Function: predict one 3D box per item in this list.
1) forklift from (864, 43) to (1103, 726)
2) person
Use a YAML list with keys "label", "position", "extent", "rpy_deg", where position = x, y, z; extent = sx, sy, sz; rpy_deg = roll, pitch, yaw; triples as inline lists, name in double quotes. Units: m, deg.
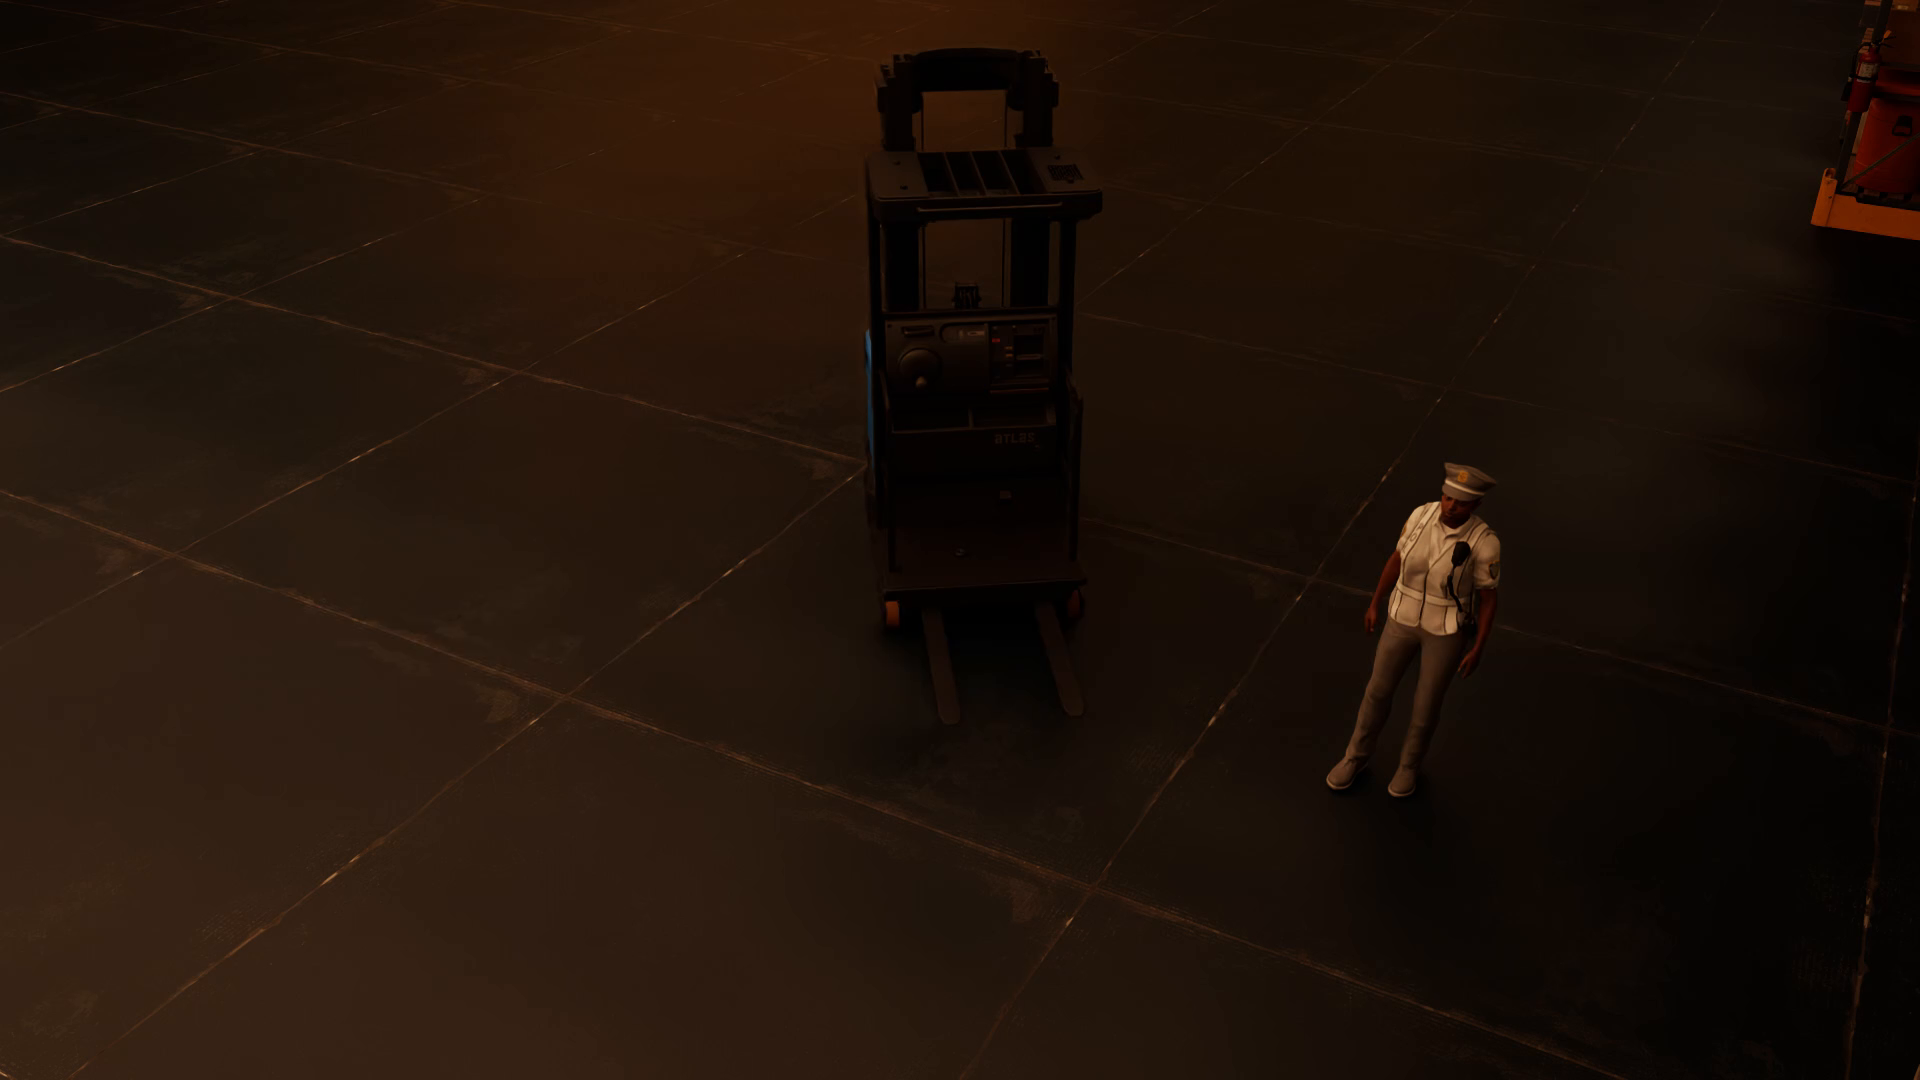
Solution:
- label: "forklift"
  position: [0.091, -0.956, 8.727]
  extent: [1.130, 2.935, 3.031]
  rpy_deg: [-3, 30, -6]
- label: "person"
  position: [2.099, 0.425, 7.567]
  extent: [0.564, 1.697, 0.525]
  rpy_deg: [21, 36, 31]
